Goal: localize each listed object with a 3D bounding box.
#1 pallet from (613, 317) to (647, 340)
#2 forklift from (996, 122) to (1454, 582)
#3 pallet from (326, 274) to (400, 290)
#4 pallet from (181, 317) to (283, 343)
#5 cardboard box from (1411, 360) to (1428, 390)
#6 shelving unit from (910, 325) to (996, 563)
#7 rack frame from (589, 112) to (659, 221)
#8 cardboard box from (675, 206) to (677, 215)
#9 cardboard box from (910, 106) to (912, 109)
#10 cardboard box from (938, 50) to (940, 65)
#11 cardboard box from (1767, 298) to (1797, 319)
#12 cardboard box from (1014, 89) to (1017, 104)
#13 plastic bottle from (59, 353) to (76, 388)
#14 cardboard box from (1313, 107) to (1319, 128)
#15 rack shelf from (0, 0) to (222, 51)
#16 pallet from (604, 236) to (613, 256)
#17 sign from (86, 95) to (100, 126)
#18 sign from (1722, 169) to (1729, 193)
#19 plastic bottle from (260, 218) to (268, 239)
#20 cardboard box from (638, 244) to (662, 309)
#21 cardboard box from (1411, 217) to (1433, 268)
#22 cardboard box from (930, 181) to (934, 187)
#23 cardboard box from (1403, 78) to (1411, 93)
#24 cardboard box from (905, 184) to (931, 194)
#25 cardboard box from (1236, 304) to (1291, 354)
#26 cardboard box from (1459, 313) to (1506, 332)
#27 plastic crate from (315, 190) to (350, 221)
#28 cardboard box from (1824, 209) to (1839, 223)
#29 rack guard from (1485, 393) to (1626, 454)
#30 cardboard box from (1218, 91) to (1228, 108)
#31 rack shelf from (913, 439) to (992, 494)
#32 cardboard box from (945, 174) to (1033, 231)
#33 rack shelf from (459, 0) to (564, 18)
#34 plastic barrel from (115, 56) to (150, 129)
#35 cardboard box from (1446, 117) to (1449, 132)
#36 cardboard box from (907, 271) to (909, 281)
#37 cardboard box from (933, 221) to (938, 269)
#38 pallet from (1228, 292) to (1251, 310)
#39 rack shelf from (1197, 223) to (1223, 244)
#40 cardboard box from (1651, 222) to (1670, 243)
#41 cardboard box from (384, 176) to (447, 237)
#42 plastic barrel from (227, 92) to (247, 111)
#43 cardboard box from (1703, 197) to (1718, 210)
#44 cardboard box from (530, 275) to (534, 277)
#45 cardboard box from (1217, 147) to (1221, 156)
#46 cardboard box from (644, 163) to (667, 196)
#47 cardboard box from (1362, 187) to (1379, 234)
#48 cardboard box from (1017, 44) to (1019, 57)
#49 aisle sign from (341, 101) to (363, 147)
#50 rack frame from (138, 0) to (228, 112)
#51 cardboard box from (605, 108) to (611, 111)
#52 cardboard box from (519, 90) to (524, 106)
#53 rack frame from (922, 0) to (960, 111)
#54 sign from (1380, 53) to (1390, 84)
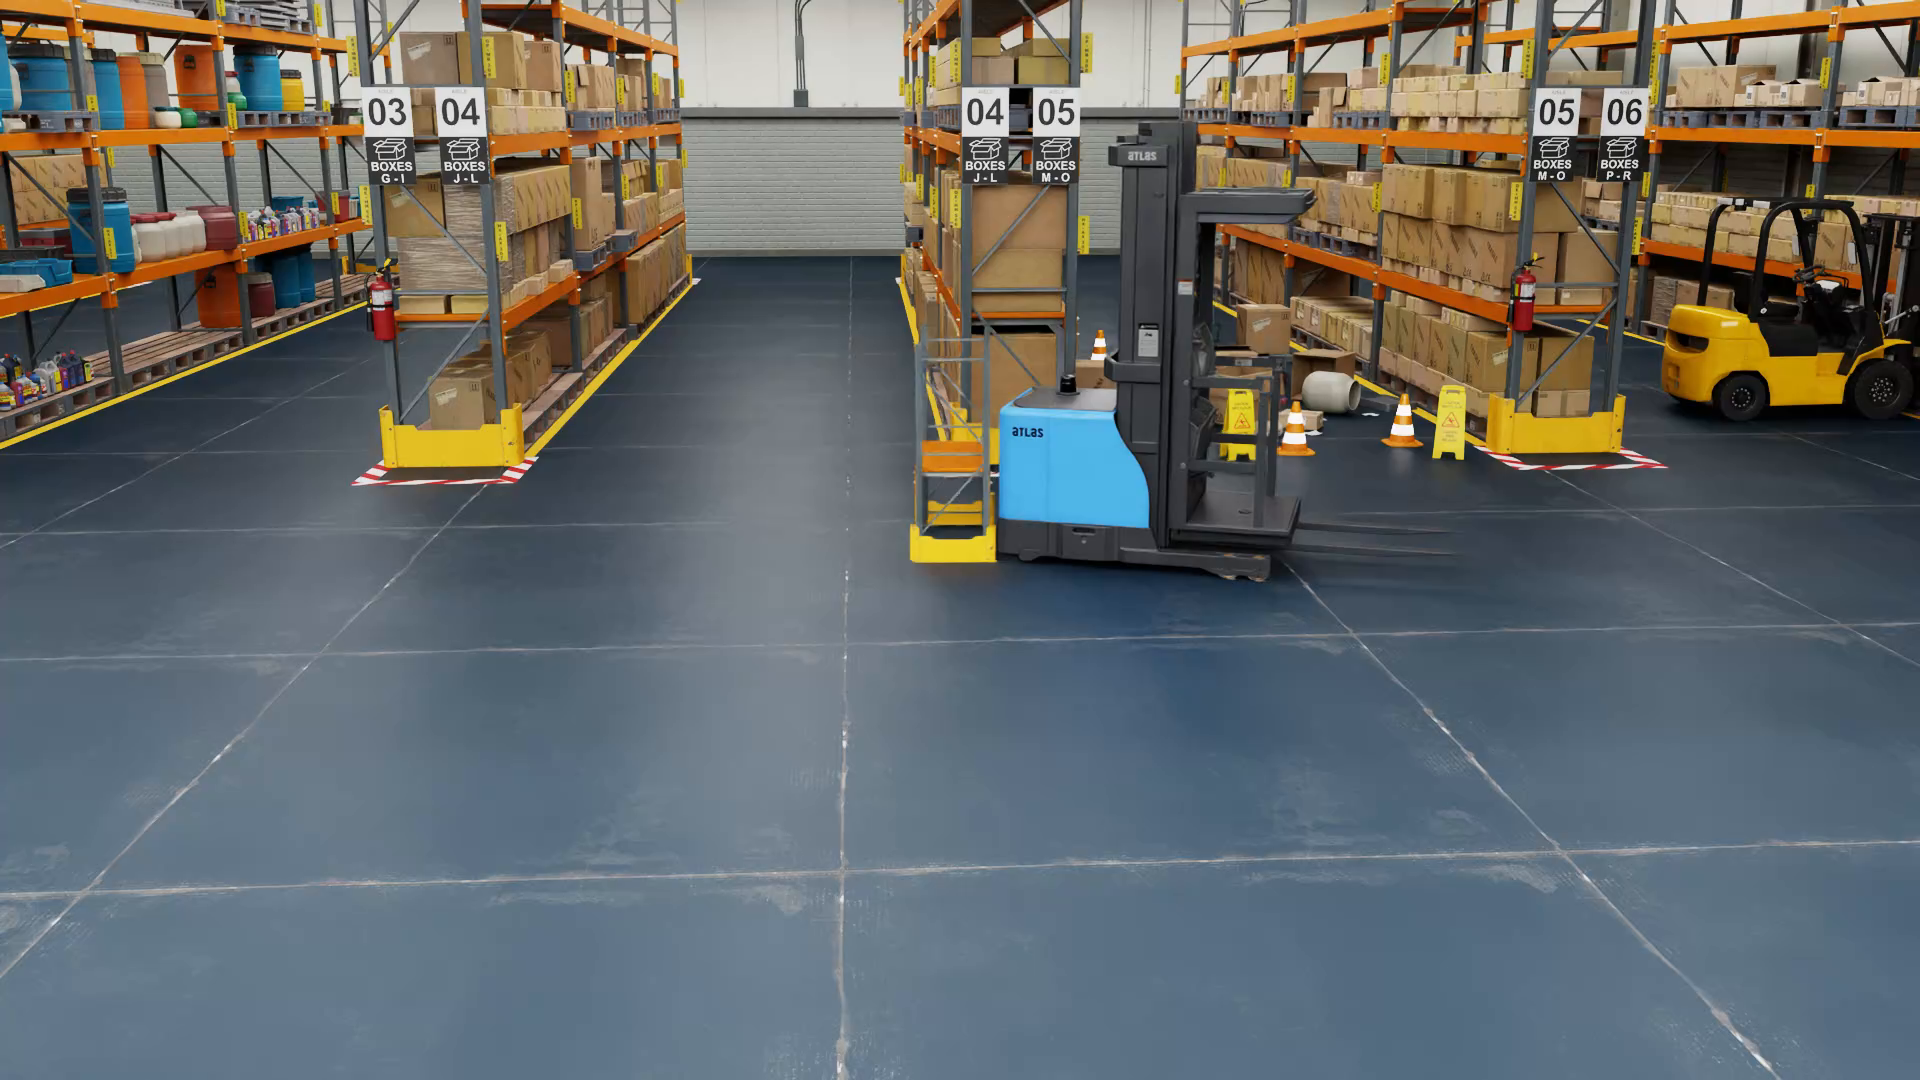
[{"bbox_3d":[-4.917,-2.950,23.069,1.003,0.211,1.213,-1,14,-3],"label":"pallet"},{"bbox_3d":[1.827,-1.292,11.166,3.031,2.935,1.130,4,15,15],"label":"forklift"},{"bbox_3d":[-10.370,-4.460,28.938,1.003,0.211,1.213,-1,14,-3],"label":"pallet"},{"bbox_3d":[-9.977,-2.872,22.764,1.003,0.211,1.213,-1,14,-3],"label":"pallet"},{"bbox_3d":[5.042,-1.718,17.359,0.500,0.250,0.500,-1,14,-4],"label":"cardboard box"},{"bbox_3d":[-0.042,-0.707,11.764,0.587,1.500,1.083,0,14,1],"label":"shelving unit"},{"bbox_3d":[-5.191,-5.098,25.821,1.000,3.000,0.127,-1,14,-3],"label":"rack frame"},{"bbox_3d":[-5.007,-5.569,28.156,0.380,0.149,0.250,-1,14,-3],"label":"cardboard box"},{"bbox_3d":[-0.517,-6.883,26.034,0.500,0.250,0.500,-2,15,-6],"label":"cardboard box"},{"bbox_3d":[-0.023,-4.907,16.918,0.380,0.149,0.250,-1,14,-4],"label":"cardboard box"},{"bbox_3d":[10.106,-2.522,19.731,0.875,0.625,0.625,0,14,-1],"label":"cardboard box"},{"bbox_3d":[0.713,-4.215,15.831,0.380,0.149,0.250,-1,14,-3],"label":"cardboard box"},{"bbox_3d":[-9.299,-1.759,17.275,0.144,0.351,0.185,-2,15,-6],"label":"plastic bottle"},{"bbox_3d":[4.813,-5.499,21.631,0.396,0.266,0.258,-1,14,-3],"label":"cardboard box"},{"bbox_3d":[-9.763,-5.893,19.116,1.077,0.370,4.000,-1,14,-3],"label":"rack shelf"},{"bbox_3d":[-4.780,-3.519,20.067,1.003,0.211,1.213,-1,14,-3],"label":"pallet"},{"bbox_3d":[-9.089,-4.495,17.438,0.100,0.325,0.005,-1,14,-3],"label":"sign"},{"bbox_3d":[10.455,-4.904,22.743,0.100,0.325,0.005,-1,14,-3],"label":"sign"},{"bbox_3d":[-9.597,-4.289,22.912,0.061,0.283,0.133,-1,14,-3],"label":"plastic bottle"},{"bbox_3d":[-5.075,-3.891,24.552,1.225,0.875,0.875,-1,14,-5],"label":"cardboard box"},{"bbox_3d":[5.017,-3.091,17.221,0.500,0.500,0.500,-1,14,-4],"label":"cardboard box"},{"bbox_3d":[-0.546,-5.458,26.422,0.500,0.500,0.500,-1,14,-3],"label":"cardboard box"},{"bbox_3d":[4.934,-4.831,17.667,0.380,0.149,0.250,0,14,-2],"label":"cardboard box"},{"bbox_3d":[-0.619,-5.219,24.759,0.380,0.149,0.250,-1,14,-4],"label":"cardboard box"},{"bbox_3d":[3.421,-2.383,18.764,0.500,0.500,0.500,-1,14,-3],"label":"cardboard box"},{"bbox_3d":[5.044,-2.101,16.042,0.380,0.149,0.250,0,14,-2],"label":"cardboard box"},{"bbox_3d":[-9.940,-5.308,26.386,0.402,0.464,0.583,-1,14,-3],"label":"plastic crate"},{"bbox_3d":[9.907,-3.618,18.567,0.380,0.149,0.250,-1,14,-4],"label":"cardboard box"},{"bbox_3d":[5.439,-1.075,15.201,1.175,0.500,0.348,-1,14,-3],"label":"rack guard"},{"bbox_3d":[4.341,-7.044,26.592,0.396,0.266,0.258,0,14,-2],"label":"cardboard box"},{"bbox_3d":[-0.042,-0.531,11.800,0.538,0.185,1.000,0,14,1],"label":"rack shelf"},{"bbox_3d":[0.296,-3.392,16.721,0.875,0.550,0.550,-1,14,-3],"label":"cardboard box"},{"bbox_3d":[-4.572,-5.166,15.497,1.077,0.370,4.000,-1,14,-3],"label":"rack shelf"},{"bbox_3d":[-10.012,-5.317,19.791,0.600,0.830,0.708,-1,14,-3],"label":"plastic barrel"},{"bbox_3d":[5.065,-4.127,16.531,0.380,0.149,0.250,-1,14,-3],"label":"cardboard box"},{"bbox_3d":[-0.703,-4.516,28.436,0.380,0.149,0.250,-2,15,-6],"label":"cardboard box"},{"bbox_3d":[-0.038,-3.334,18.764,0.500,0.500,0.500,-1,14,-4],"label":"cardboard box"},{"bbox_3d":[4.823,-3.710,26.022,1.003,0.211,1.213,-1,14,-3],"label":"pallet"},{"bbox_3d":[4.576,-5.400,28.438,1.077,0.370,4.000,-1,14,-3],"label":"rack shelf"},{"bbox_3d":[9.685,-4.147,22.426,0.500,0.250,0.500,-1,14,-3],"label":"cardboard box"},{"bbox_3d":[-4.728,-2.923,14.564,0.500,0.500,0.500,-1,14,-3],"label":"cardboard box"},{"bbox_3d":[-9.723,-5.875,22.289,0.294,0.245,0.294,0,14,0],"label":"plastic barrel"},{"bbox_3d":[9.718,-4.292,21.185,0.380,0.149,0.250,-1,14,-2],"label":"cardboard box"},{"bbox_3d":[-4.371,-2.501,16.232,0.380,0.149,0.250,-1,14,-3],"label":"cardboard box"},{"bbox_3d":[4.416,-6.362,27.223,0.380,0.149,0.250,-1,14,-4],"label":"cardboard box"},{"bbox_3d":[-4.988,-5.778,26.664,0.500,0.500,0.500,-1,14,-3],"label":"cardboard box"},{"bbox_3d":[4.938,-3.769,19.014,0.500,0.500,0.500,-1,14,-4],"label":"cardboard box"},{"bbox_3d":[0.728,-4.538,15.485,0.380,0.149,0.250,-1,14,-4],"label":"cardboard box"},{"bbox_3d":[-10.683,-7.289,29.118,0.394,0.787,0.004,-1,14,-3],"label":"aisle sign"},{"bbox_3d":[-9.887,-6.932,20.910,1.000,3.000,0.127,-1,14,-3],"label":"rack frame"},{"bbox_3d":[-4.625,-5.246,20.676,0.500,0.250,0.500,-1,14,-4],"label":"cardboard box"},{"bbox_3d":[-4.371,-4.209,15.847,0.380,0.149,0.250,-1,14,-5],"label":"cardboard box"},{"bbox_3d":[0.013,-7.060,21.407,1.000,3.000,0.127,-1,14,-3],"label":"rack frame"},{"bbox_3d":[4.642,-5.146,18.159,0.100,0.325,0.005,-1,14,-3],"label":"sign"}]
